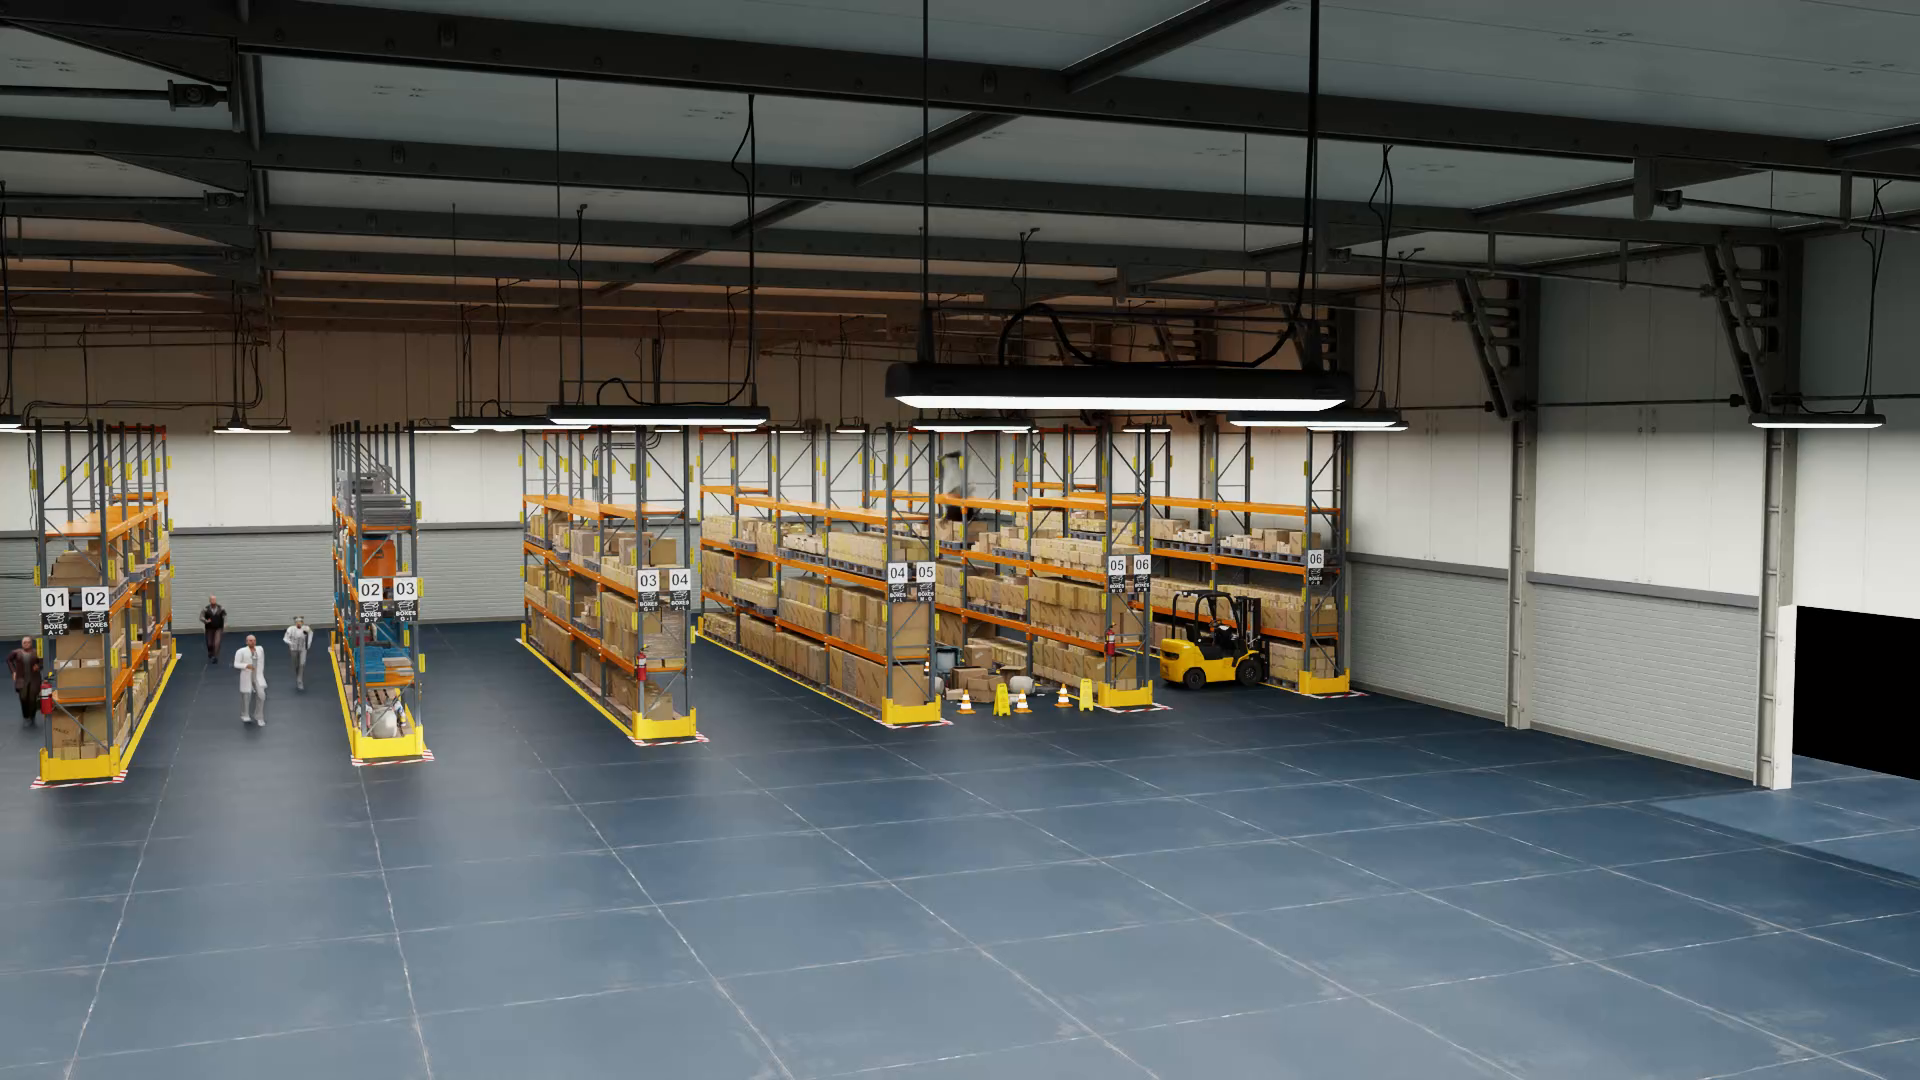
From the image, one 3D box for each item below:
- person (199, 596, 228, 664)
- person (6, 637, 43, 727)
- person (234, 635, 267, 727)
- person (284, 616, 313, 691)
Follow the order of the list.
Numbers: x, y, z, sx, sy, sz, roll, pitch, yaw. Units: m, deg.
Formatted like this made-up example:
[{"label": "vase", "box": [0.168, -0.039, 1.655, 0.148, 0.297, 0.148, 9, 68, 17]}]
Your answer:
[{"label": "person", "box": [-18.823, 2.250, 41.962, 0.662, 1.694, 0.791, -2, 4, -26]}, {"label": "person", "box": [-18.415, 2.807, 32.810, 0.705, 1.804, 0.826, -2, 4, -26]}, {"label": "person", "box": [-14.040, 2.786, 32.908, 0.634, 1.835, 0.908, -3, 4, -37]}, {"label": "person", "box": [-15.065, 2.532, 37.884, 0.617, 1.687, 1.056, -1, 4, -20]}]
